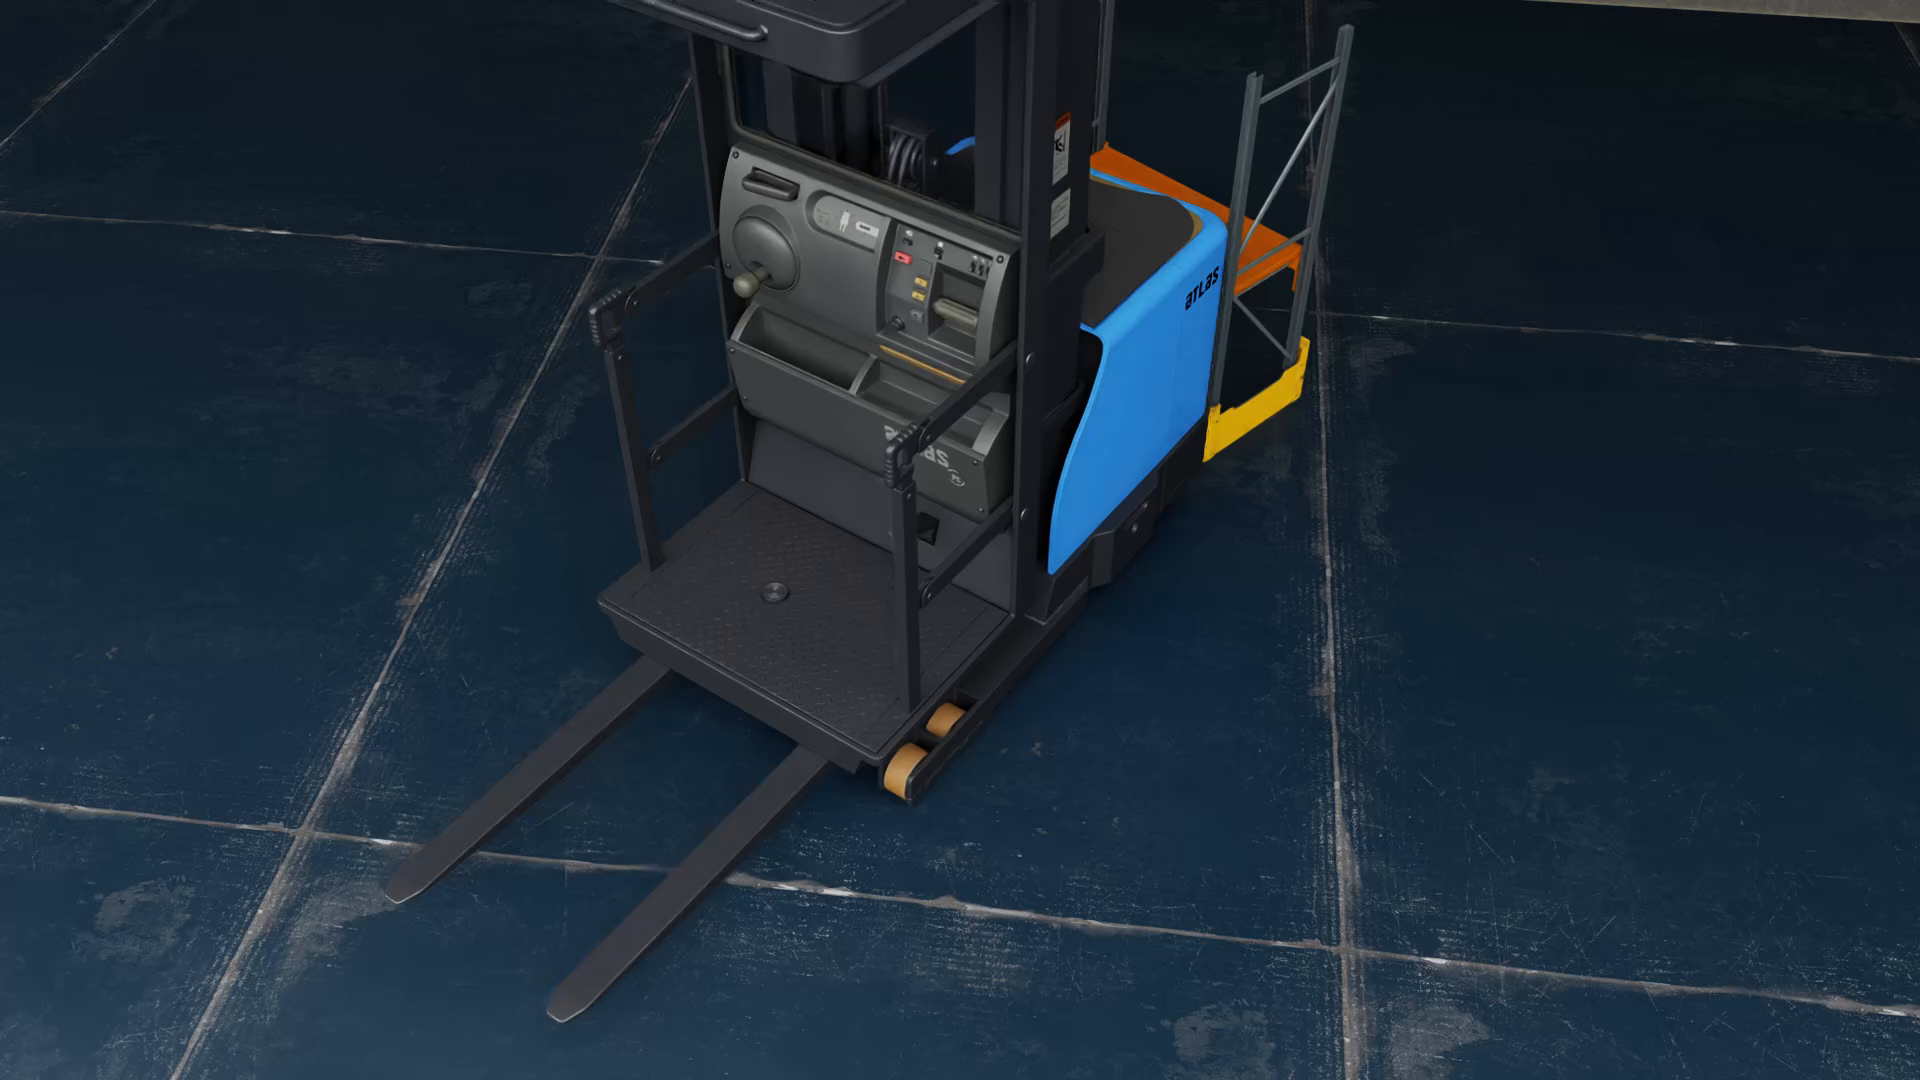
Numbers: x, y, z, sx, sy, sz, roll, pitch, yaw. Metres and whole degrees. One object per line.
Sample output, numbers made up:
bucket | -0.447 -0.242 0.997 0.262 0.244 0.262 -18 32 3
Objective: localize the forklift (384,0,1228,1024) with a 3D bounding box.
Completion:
forklift | -0.393 -0.676 4.333 1.130 2.935 3.031 26 49 25

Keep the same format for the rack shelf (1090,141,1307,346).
rack shelf | 0.717 -1.103 6.086 0.538 0.185 1.000 -33 52 -30

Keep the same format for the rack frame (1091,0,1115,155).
rack frame | 0.368 -1.488 6.231 0.500 1.500 0.032 -33 52 -30

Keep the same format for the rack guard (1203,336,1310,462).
rack guard | 1.065 -0.526 6.124 0.587 0.250 0.087 -33 52 -30

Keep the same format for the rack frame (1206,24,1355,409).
rack frame | 1.066 -0.979 5.694 0.500 1.500 0.032 -33 52 -30

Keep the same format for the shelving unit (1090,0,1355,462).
shelving unit | 0.723 -1.229 5.957 0.587 1.500 1.083 -33 52 -30
